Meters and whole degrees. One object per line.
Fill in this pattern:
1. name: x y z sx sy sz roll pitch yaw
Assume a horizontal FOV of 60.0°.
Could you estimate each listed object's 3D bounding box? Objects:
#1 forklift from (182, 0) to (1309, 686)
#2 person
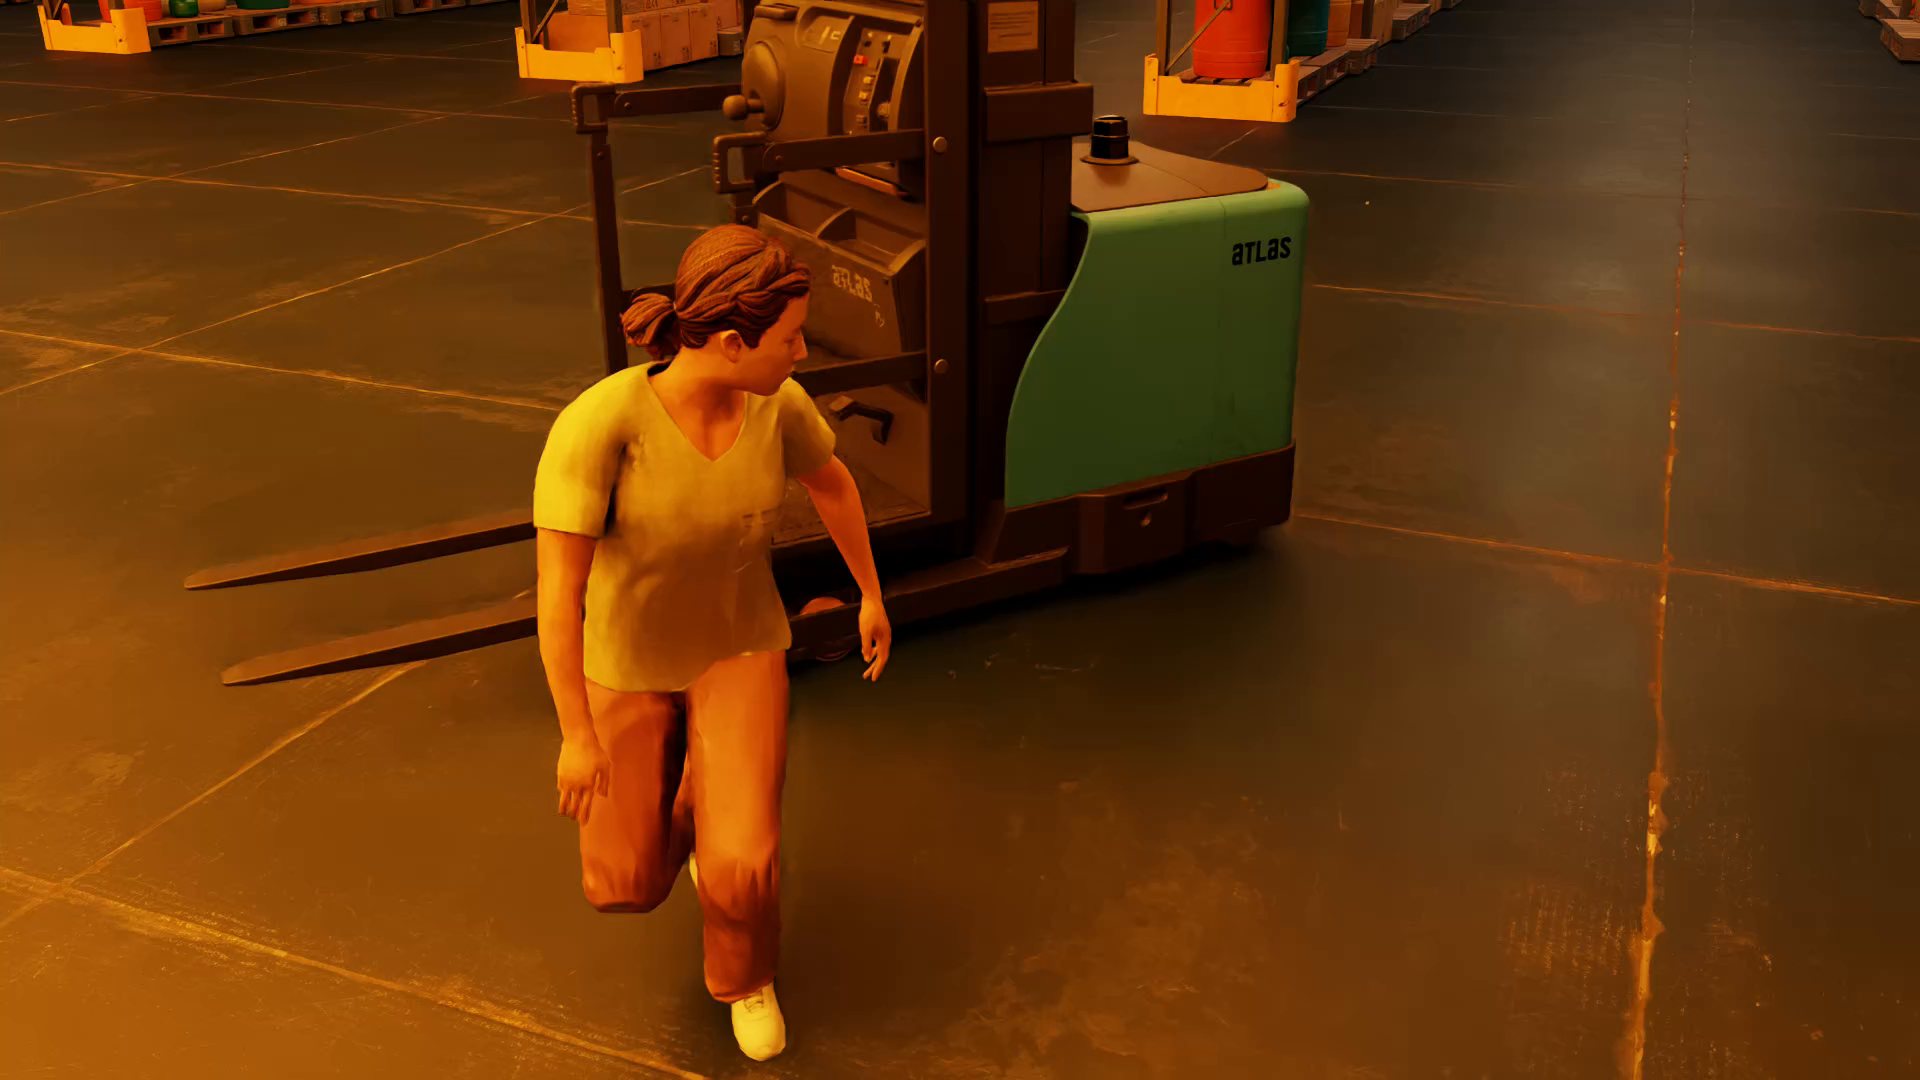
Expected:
1. forklift: -0.523 -1.229 4.234 3.031 2.935 1.130 -13 26 -28
2. person: -0.407 0.157 2.868 0.609 1.464 0.700 -6 23 -14
